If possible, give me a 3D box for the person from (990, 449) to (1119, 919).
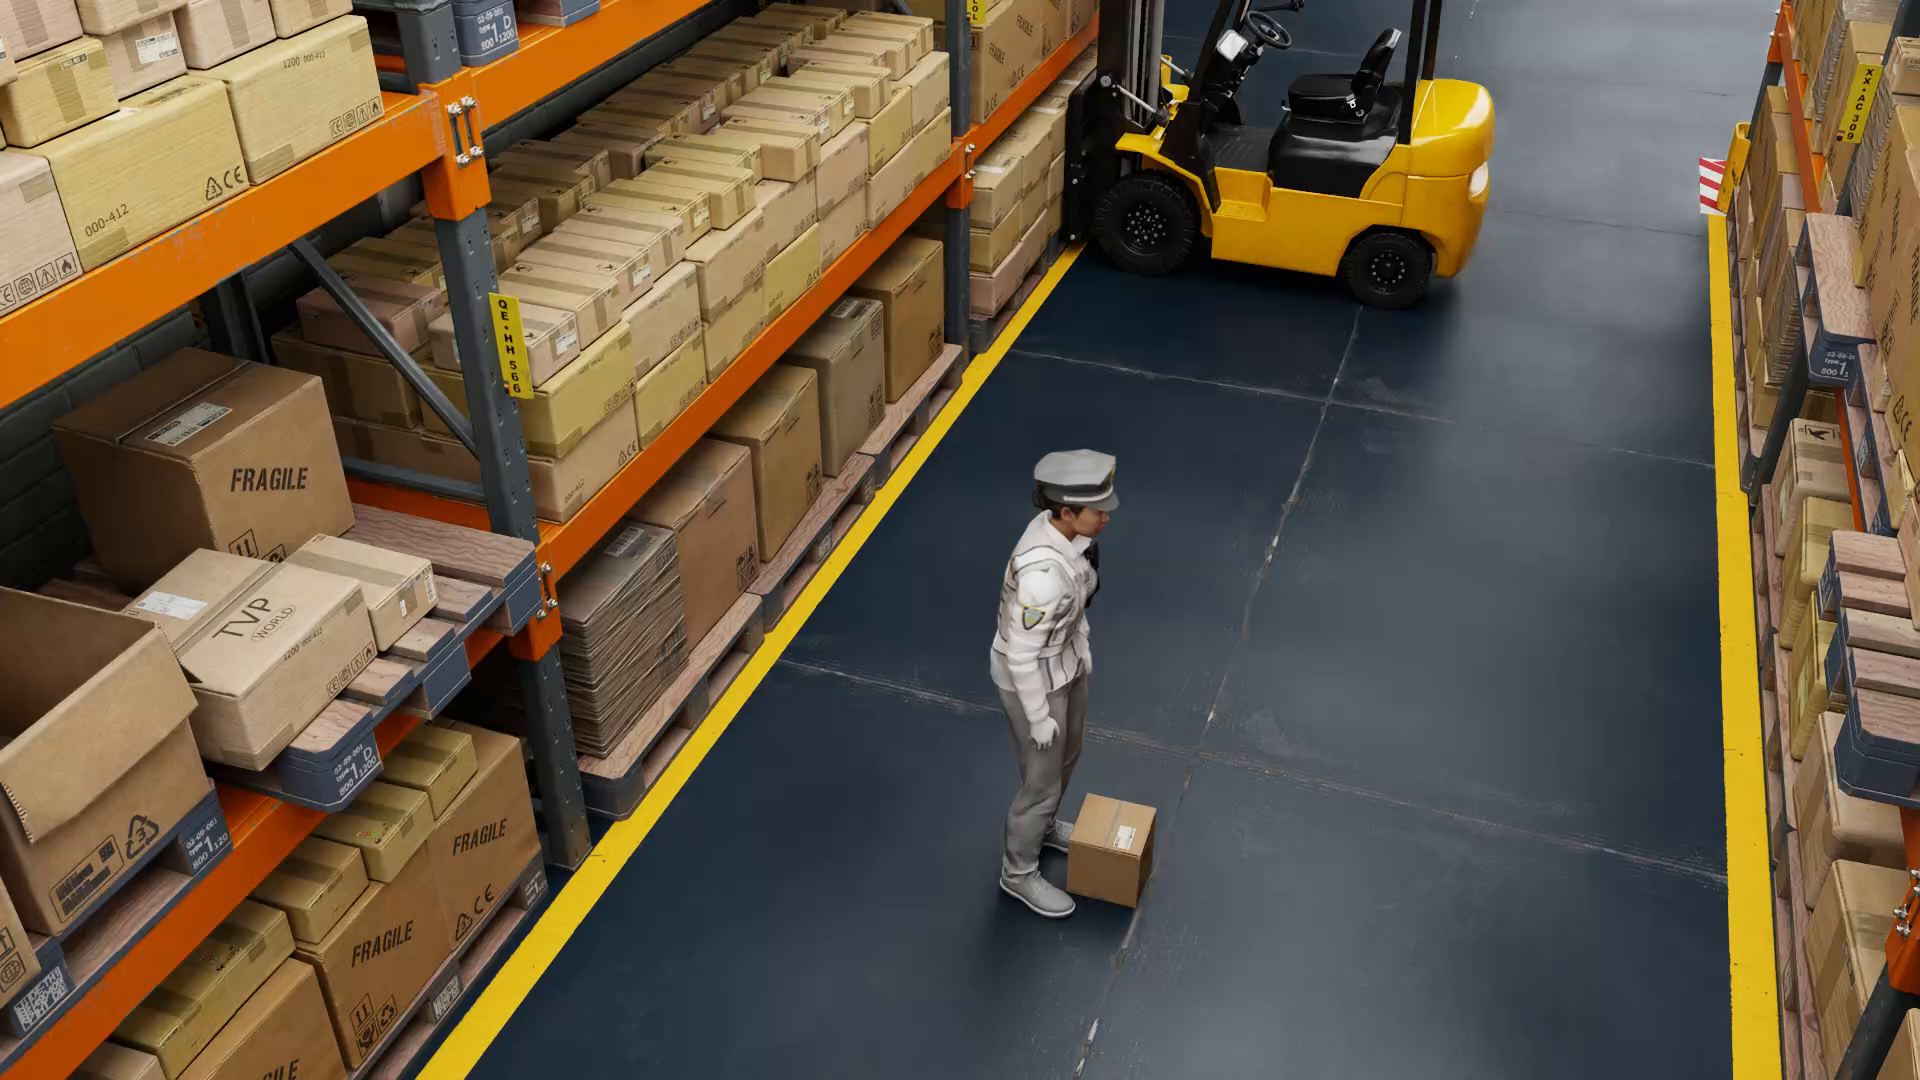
[{"bbox_3d":[0.298,0.451,5.454,0.371,1.663,0.529,11,35,17],"label":"person"}]
